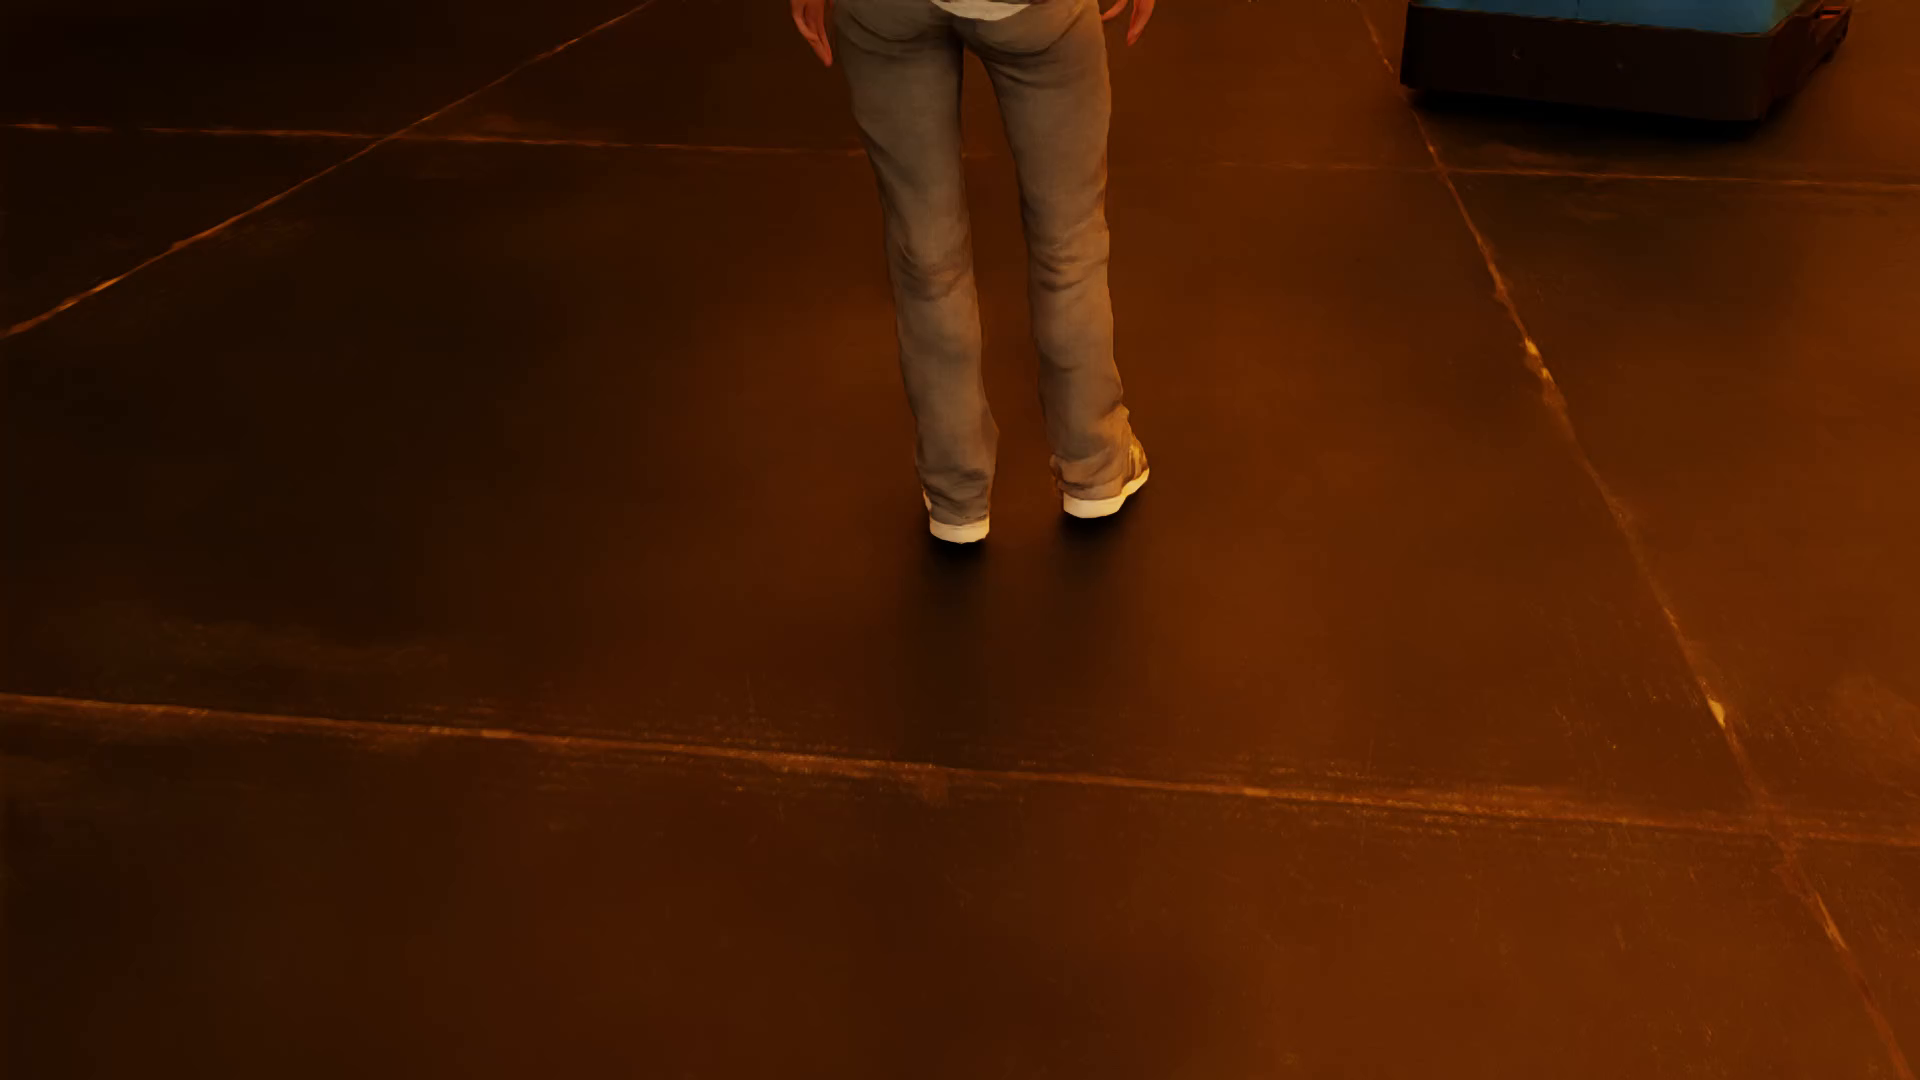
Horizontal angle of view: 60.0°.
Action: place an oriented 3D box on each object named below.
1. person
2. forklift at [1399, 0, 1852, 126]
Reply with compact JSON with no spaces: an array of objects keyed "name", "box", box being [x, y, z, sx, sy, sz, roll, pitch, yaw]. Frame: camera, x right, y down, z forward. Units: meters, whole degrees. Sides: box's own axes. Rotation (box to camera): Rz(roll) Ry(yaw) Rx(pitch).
[{"name":"person","box":[0.024,-0.753,2.205,0.521,1.597,0.474,3,27,7]},{"name":"forklift","box":[2.589,-3.114,5.459,1.130,2.935,3.031,16,30,28]}]
